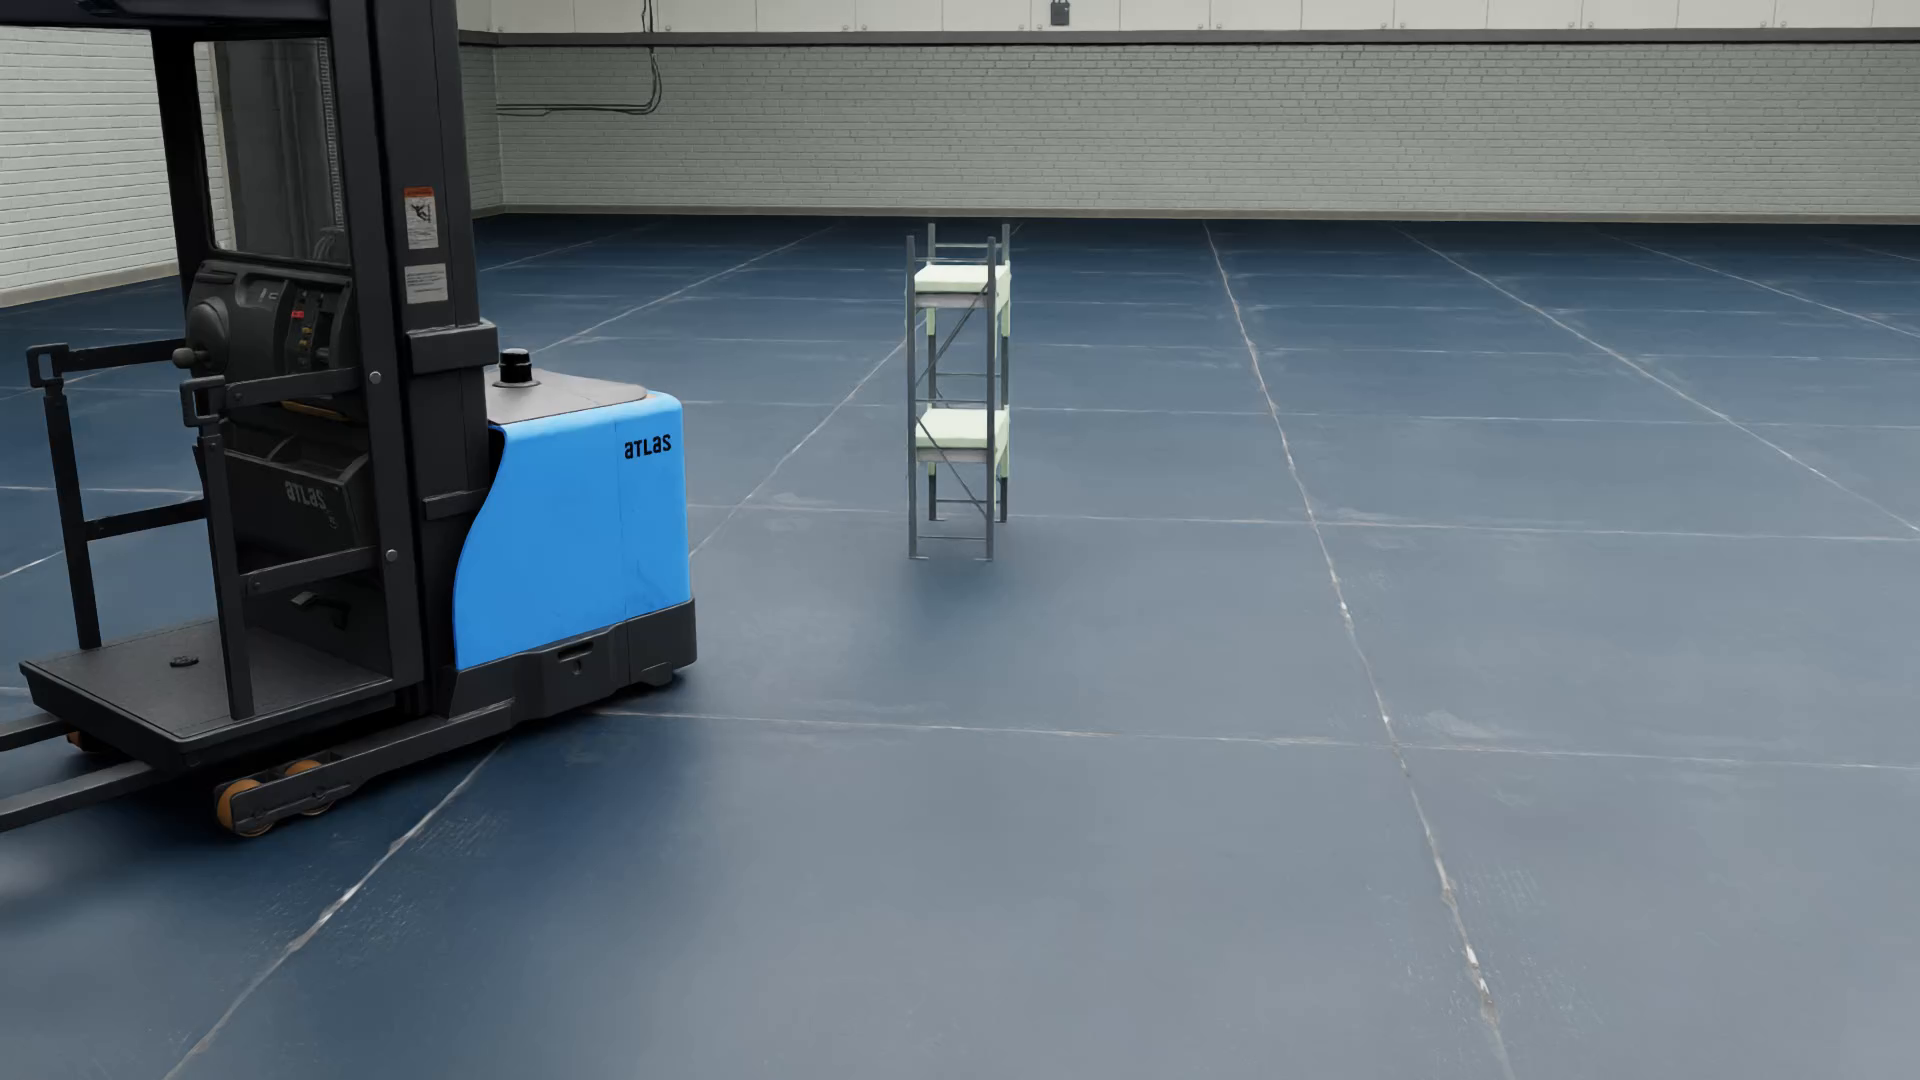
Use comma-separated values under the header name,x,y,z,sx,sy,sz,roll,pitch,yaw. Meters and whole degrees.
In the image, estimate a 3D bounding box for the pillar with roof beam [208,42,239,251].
name,x,y,z,sx,sy,sz,roll,pitch,yaw
pillar with roof beam,-4.800,-7.776,19.681,9.100,9.000,0.400,2,15,6

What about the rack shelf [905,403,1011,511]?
name,x,y,z,sx,sy,sz,roll,pitch,yaw
rack shelf,0.001,-0.411,8.058,0.431,0.370,0.720,2,15,6

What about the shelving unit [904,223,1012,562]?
name,x,y,z,sx,sy,sz,roll,pitch,yaw
shelving unit,0.001,-0.726,7.973,0.431,1.500,0.755,2,15,6

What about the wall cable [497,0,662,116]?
name,x,y,z,sx,sy,sz,roll,pitch,yaw
wall cable,-6.754,-8.686,28.992,3.097,2.526,0.112,2,15,6

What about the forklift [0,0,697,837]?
name,x,y,z,sx,sy,sz,roll,pitch,yaw
forklift,-2.311,-0.684,5.076,1.130,2.935,3.031,12,19,38

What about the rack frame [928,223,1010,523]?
name,x,y,z,sx,sy,sz,roll,pitch,yaw
rack frame,0.042,-0.821,8.324,0.400,1.500,0.023,2,15,6

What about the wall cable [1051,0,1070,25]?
name,x,y,z,sx,sy,sz,roll,pitch,yaw
wall cable,2.677,-11.542,27.094,2.305,6.003,0.169,2,15,6

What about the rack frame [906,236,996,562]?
name,x,y,z,sx,sy,sz,roll,pitch,yaw
rack frame,-0.041,-0.631,7.622,0.400,1.500,0.023,2,15,6

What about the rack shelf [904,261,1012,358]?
name,x,y,z,sx,sy,sz,roll,pitch,yaw
rack shelf,0.001,-1.102,7.871,0.431,0.370,0.720,2,15,6
